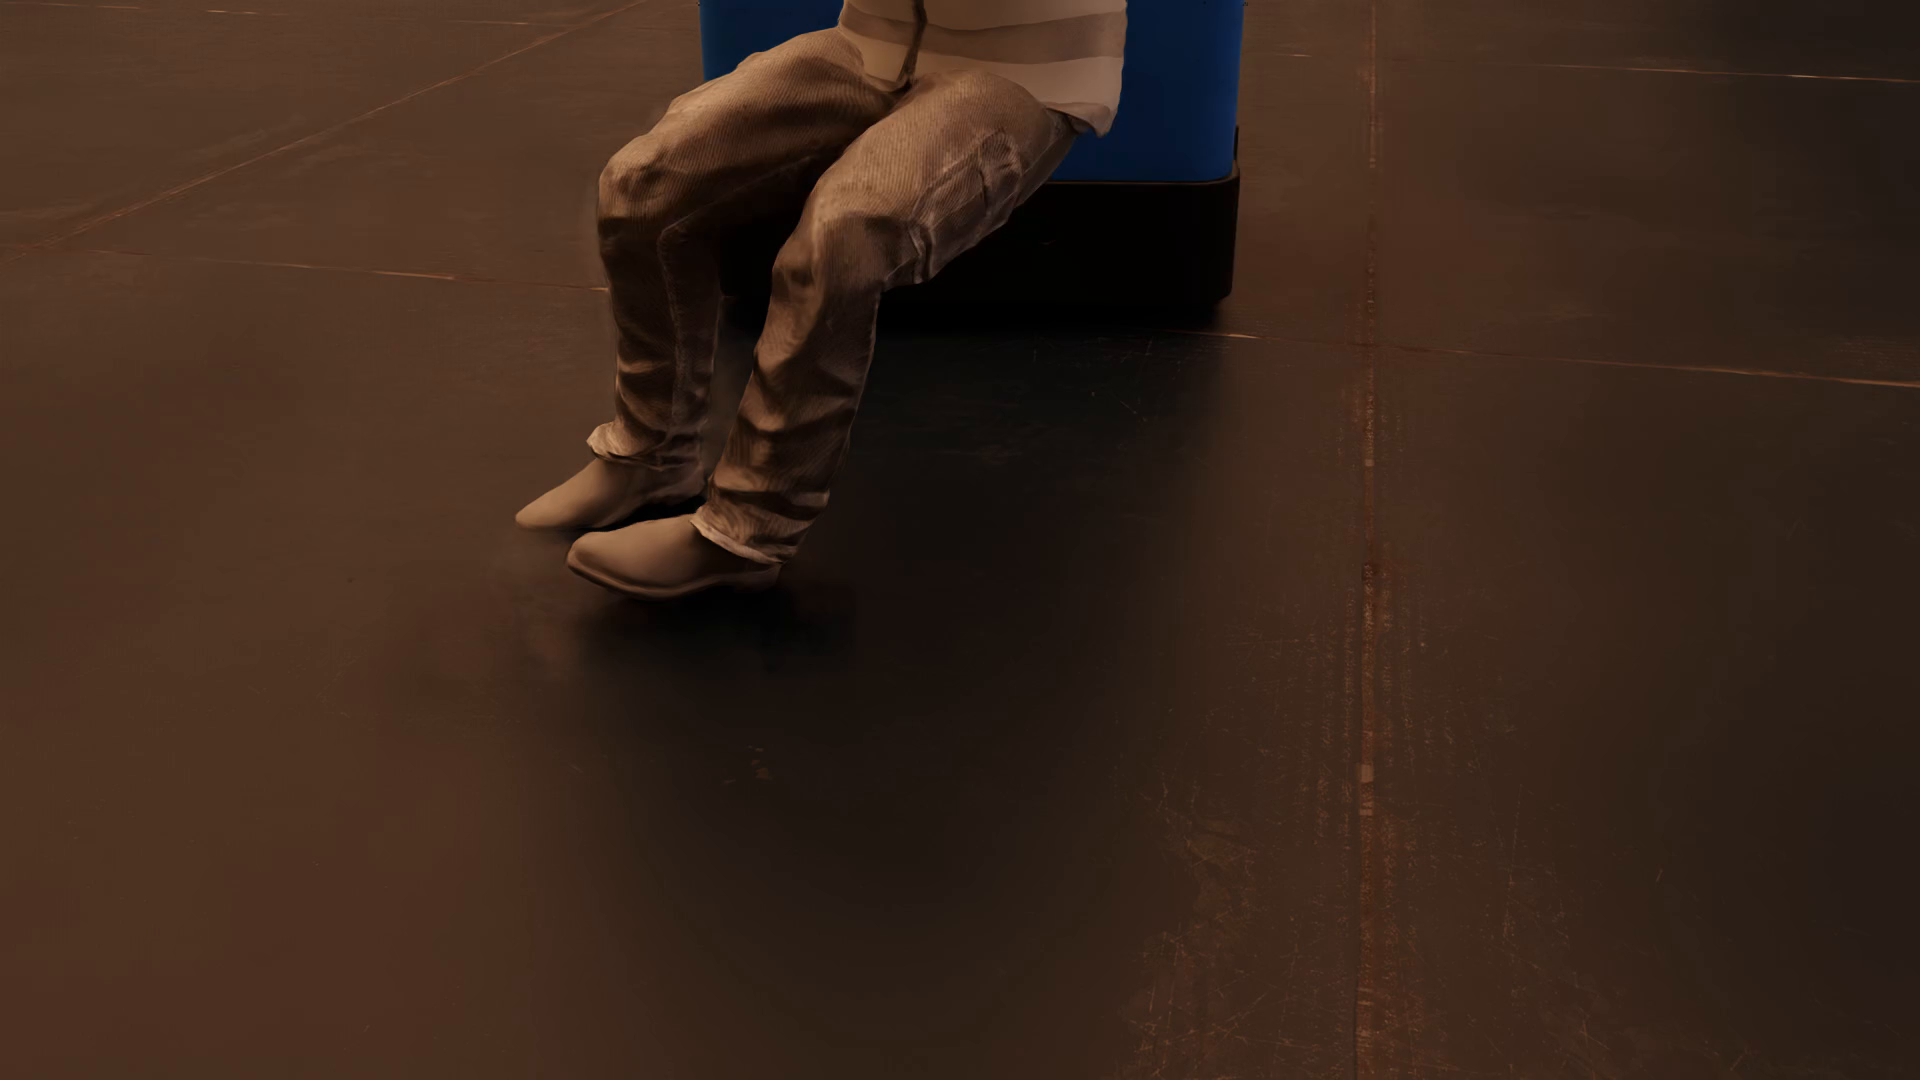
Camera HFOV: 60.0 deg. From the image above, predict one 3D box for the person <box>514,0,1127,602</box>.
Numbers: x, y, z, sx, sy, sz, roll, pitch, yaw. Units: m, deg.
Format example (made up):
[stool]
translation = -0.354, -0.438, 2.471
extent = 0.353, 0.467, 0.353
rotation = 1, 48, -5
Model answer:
[person]
translation = 0.003, -0.580, 2.100
extent = 1.336, 1.449, 0.859
rotation = 17, 32, 31

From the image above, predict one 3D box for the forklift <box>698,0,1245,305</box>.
[forklift]
translation = 0.081, -2.392, 3.987
extent = 1.130, 2.935, 3.031
rotation = 1, 27, 2
